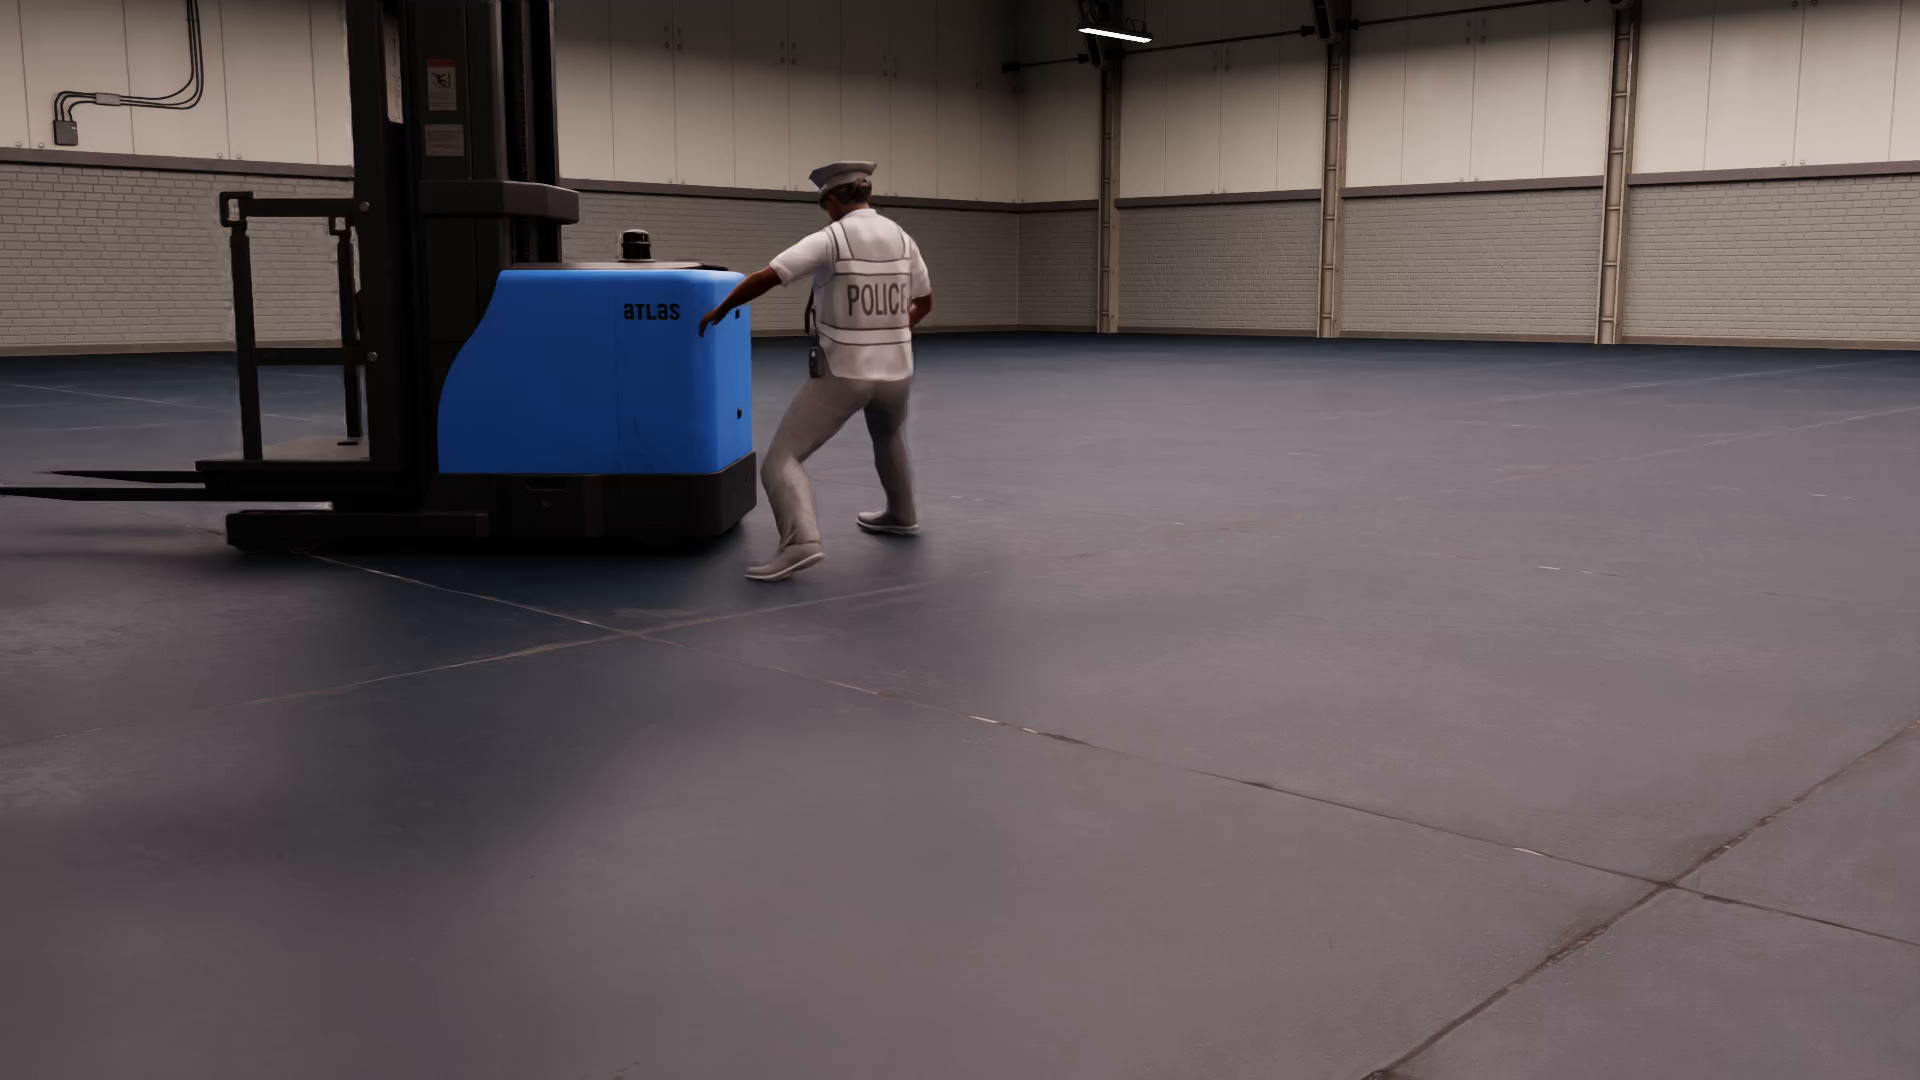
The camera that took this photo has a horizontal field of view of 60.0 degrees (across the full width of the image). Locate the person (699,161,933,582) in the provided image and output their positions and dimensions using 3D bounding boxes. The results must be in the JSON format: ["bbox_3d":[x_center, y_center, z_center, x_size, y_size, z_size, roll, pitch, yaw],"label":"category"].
[{"bbox_3d":[-0.484,-0.661,6.257,1.098,1.491,0.946,-6,10,-35],"label":"person"}]

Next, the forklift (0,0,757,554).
[{"bbox_3d":[-2.413,-1.473,6.655,3.031,2.935,1.130,0,9,2],"label":"forklift"}]
